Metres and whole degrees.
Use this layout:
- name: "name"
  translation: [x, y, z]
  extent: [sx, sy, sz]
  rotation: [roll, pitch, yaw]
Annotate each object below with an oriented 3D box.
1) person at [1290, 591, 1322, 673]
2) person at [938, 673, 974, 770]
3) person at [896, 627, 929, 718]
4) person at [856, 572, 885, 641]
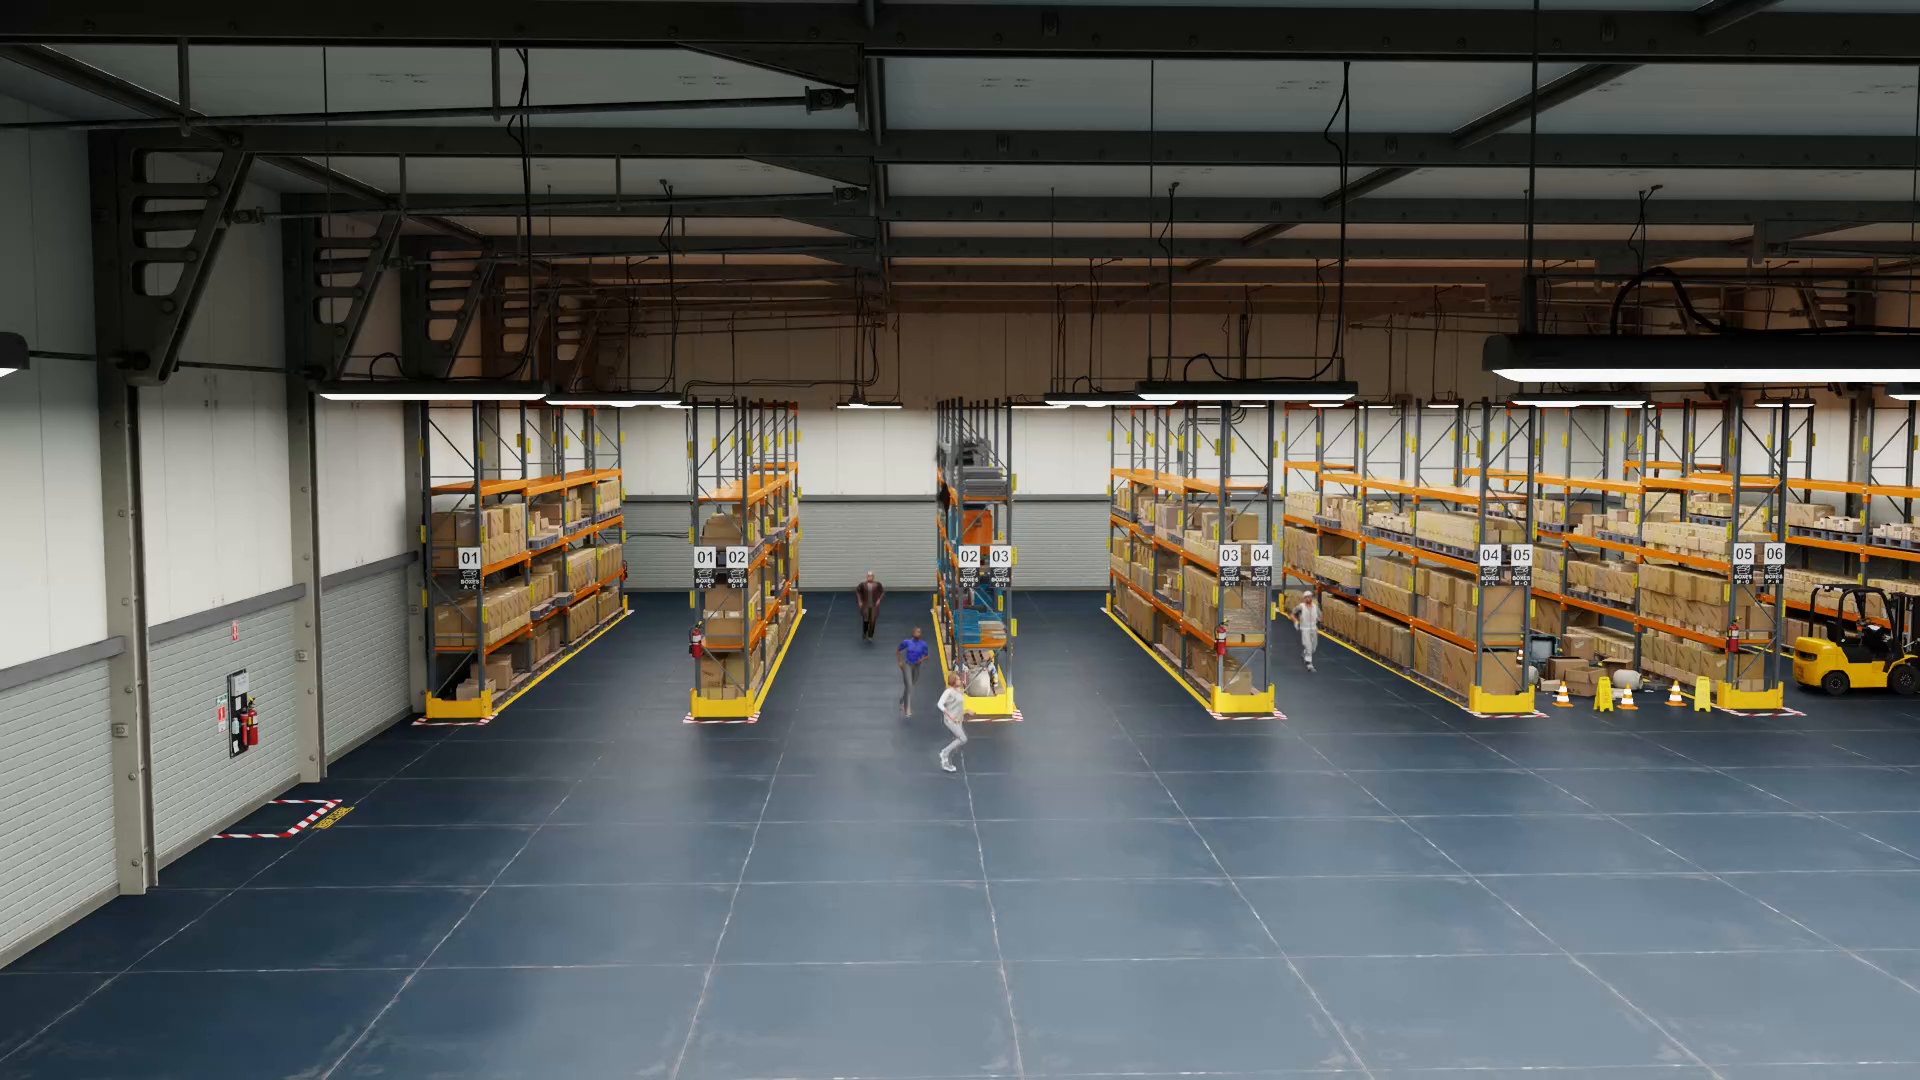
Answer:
- name: "person"
  translation: [7.645, 2.004, 36.549]
  extent: [0.667, 1.768, 0.963]
  rotation: [-1, 5, -13]
- name: "person"
  translation: [-0.065, 2.897, 26.457]
  extent: [0.541, 1.556, 0.514]
  rotation: [2, 5, 22]
- name: "person"
  translation: [-0.885, 2.482, 31.517]
  extent: [0.570, 1.688, 0.742]
  rotation: [-2, 5, -24]
- name: "person"
  translation: [-2.224, 1.657, 41.379]
  extent: [0.722, 1.746, 0.628]
  rotation: [-1, 4, -7]
